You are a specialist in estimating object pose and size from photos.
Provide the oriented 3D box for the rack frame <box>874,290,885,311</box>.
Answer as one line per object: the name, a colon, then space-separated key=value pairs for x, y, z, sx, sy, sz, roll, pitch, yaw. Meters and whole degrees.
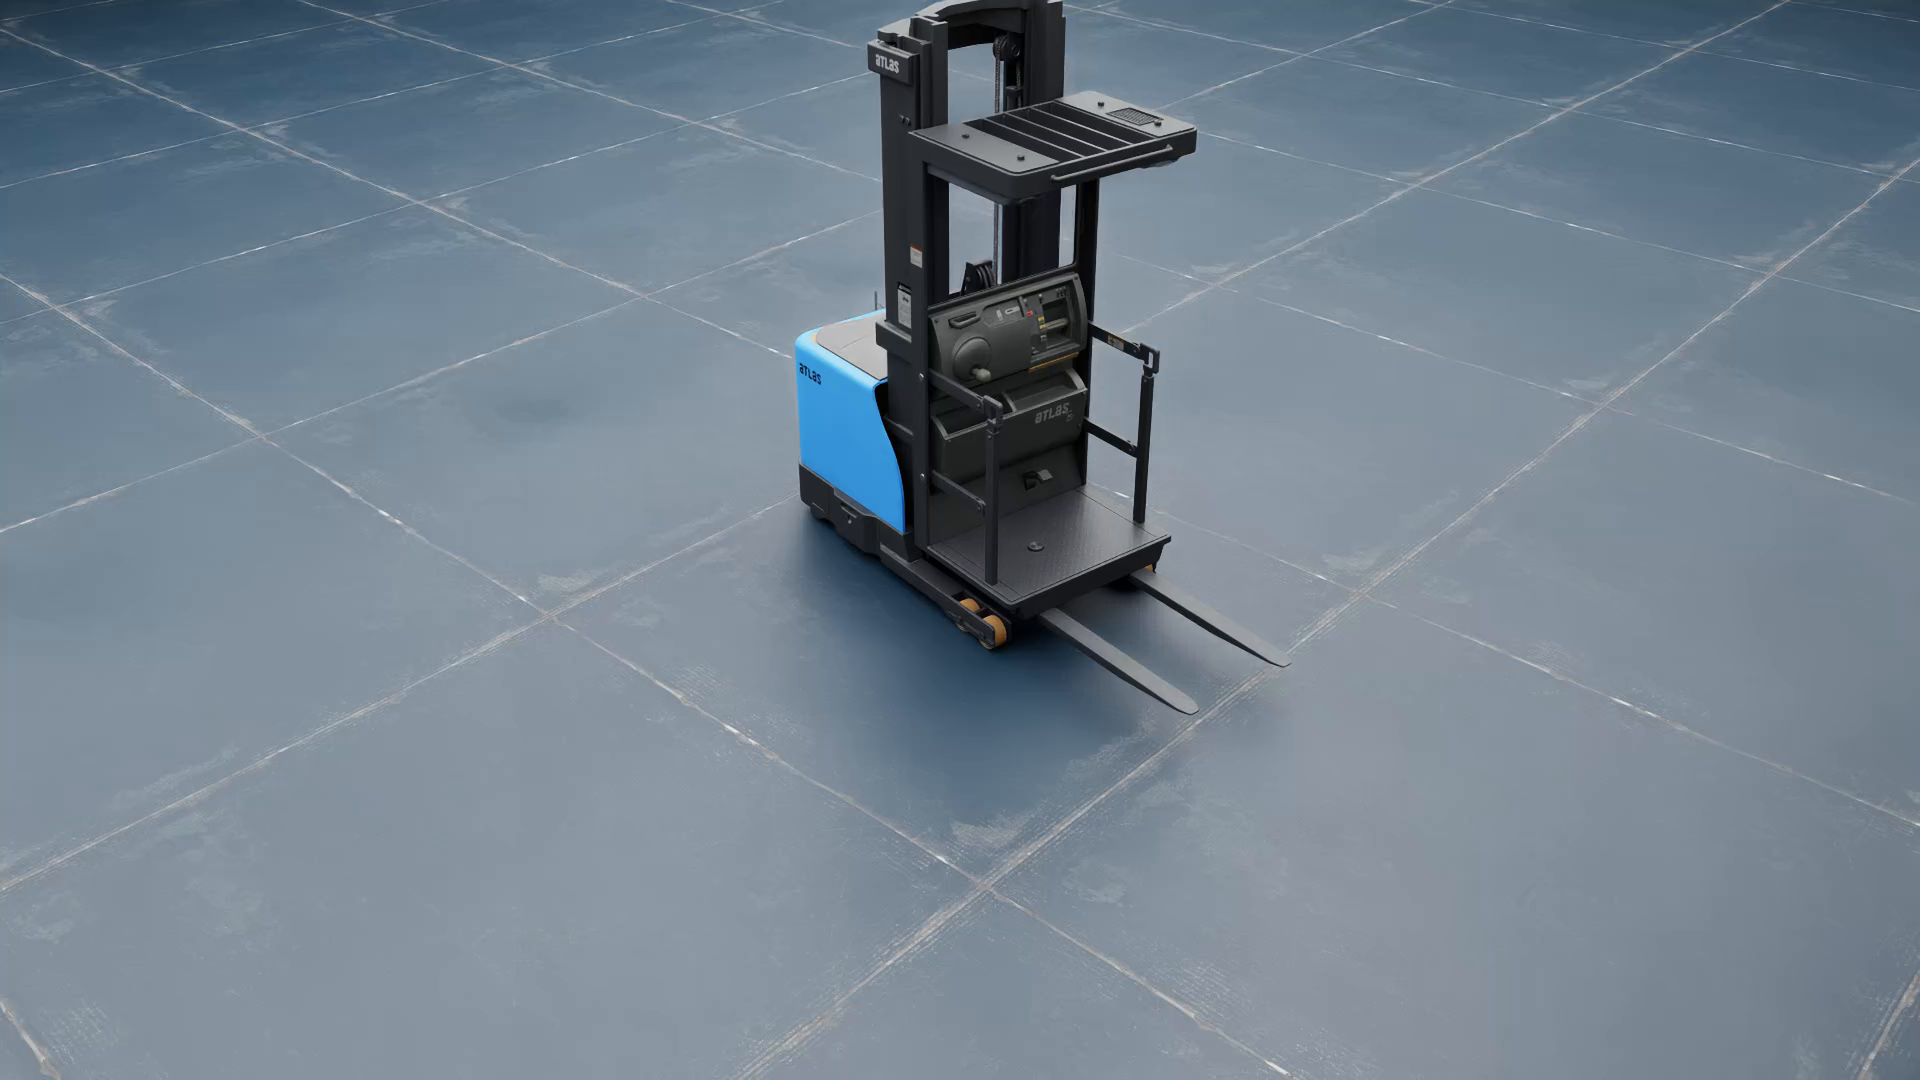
rack frame: x=-0.442 y=-0.953 z=9.810 sx=0.008 sy=1.050 sz=0.200 roll=-19 pitch=37 yaw=-28

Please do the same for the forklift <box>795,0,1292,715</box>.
forklift: x=0.383 y=-0.999 z=8.068 sx=1.130 sy=2.935 sz=3.031 roll=-22 pitch=37 yaw=-32

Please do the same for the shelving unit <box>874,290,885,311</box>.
shelving unit: x=-0.340 y=-0.988 z=9.868 sx=0.252 sy=1.050 sz=0.215 roll=-19 pitch=37 yaw=-28
